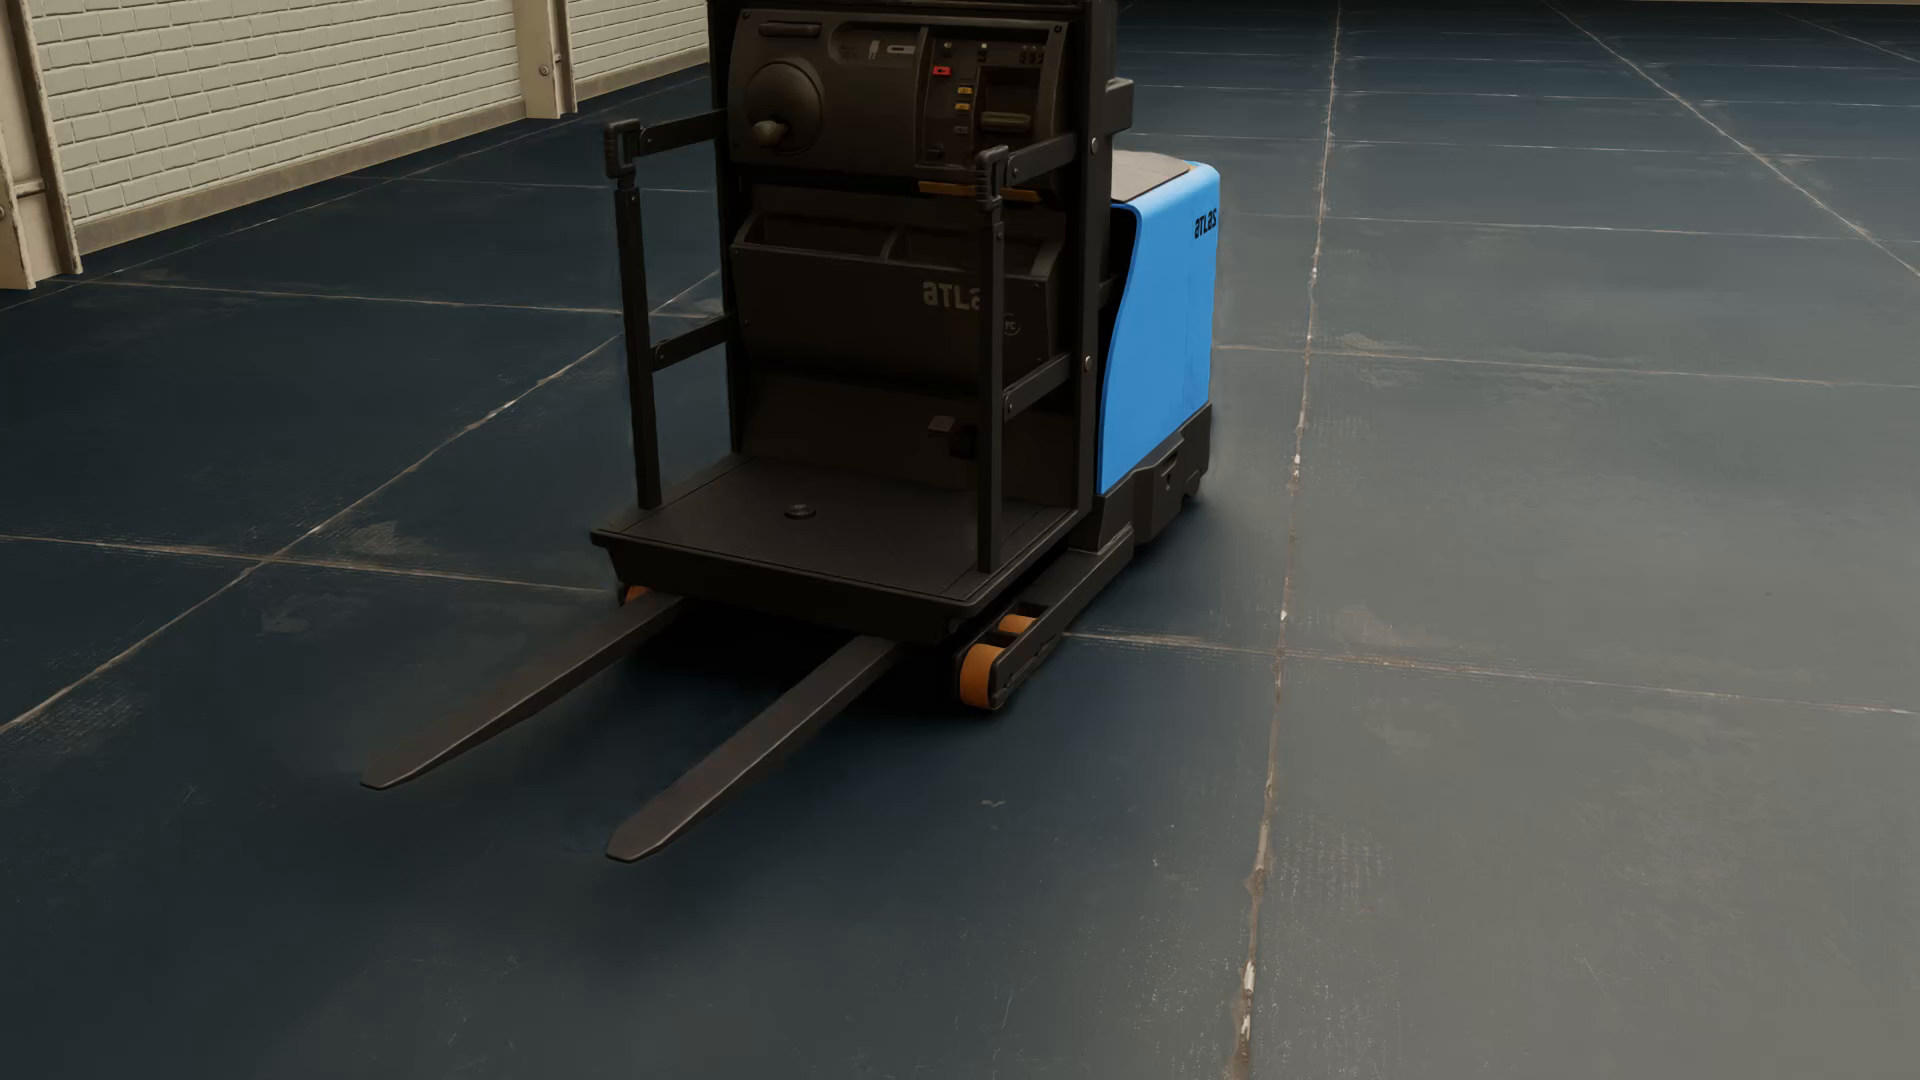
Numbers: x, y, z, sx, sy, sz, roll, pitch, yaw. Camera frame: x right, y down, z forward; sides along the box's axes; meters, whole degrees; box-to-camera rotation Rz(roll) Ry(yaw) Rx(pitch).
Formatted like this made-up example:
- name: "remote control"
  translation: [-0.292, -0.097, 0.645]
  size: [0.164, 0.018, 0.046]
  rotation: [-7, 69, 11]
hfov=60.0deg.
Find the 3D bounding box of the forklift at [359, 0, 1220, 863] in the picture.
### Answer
- name: "forklift"
  translation: [-0.263, -1.123, 4.020]
  size: [1.130, 2.935, 3.031]
  rotation: [10, 24, 24]
